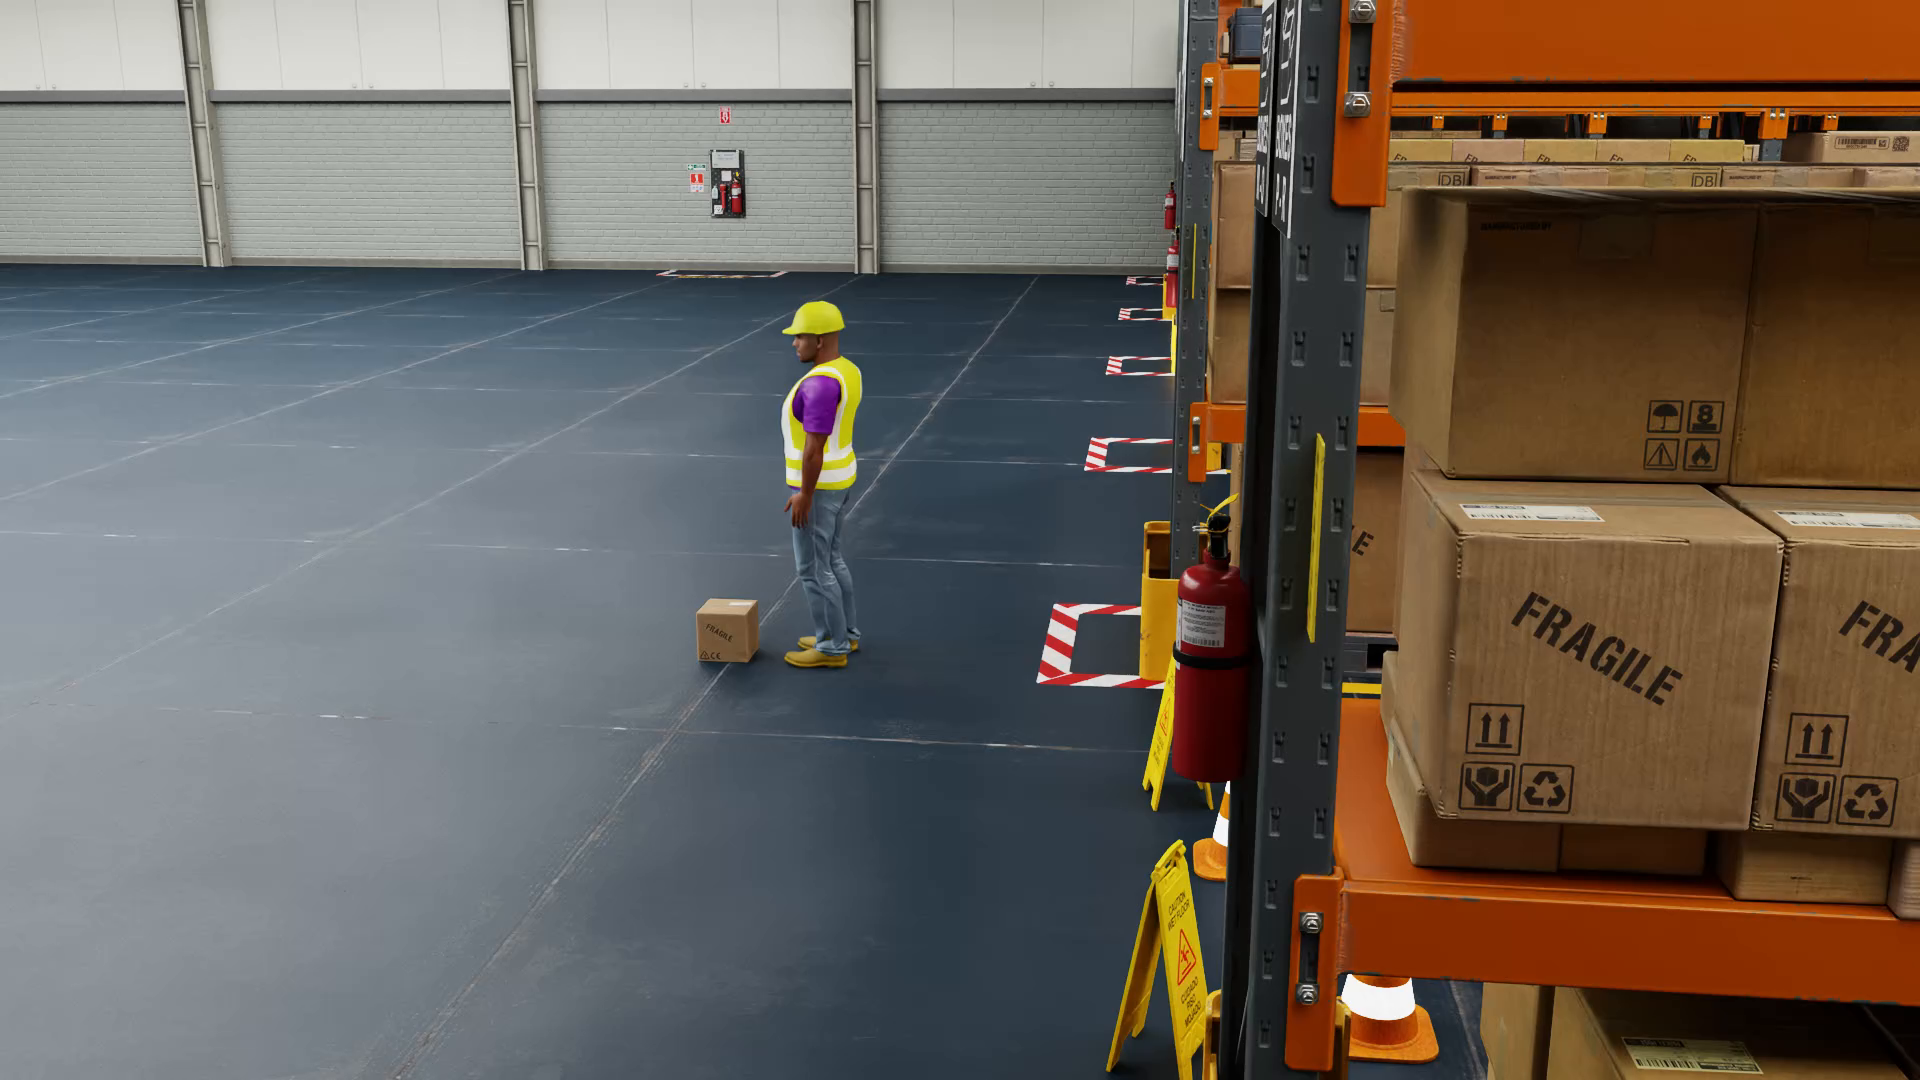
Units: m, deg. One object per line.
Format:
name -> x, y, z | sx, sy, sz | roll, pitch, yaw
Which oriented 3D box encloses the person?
person -> -0.667, -0.264, 8.009 | 0.358, 1.765, 0.563 | 2, 14, 8
